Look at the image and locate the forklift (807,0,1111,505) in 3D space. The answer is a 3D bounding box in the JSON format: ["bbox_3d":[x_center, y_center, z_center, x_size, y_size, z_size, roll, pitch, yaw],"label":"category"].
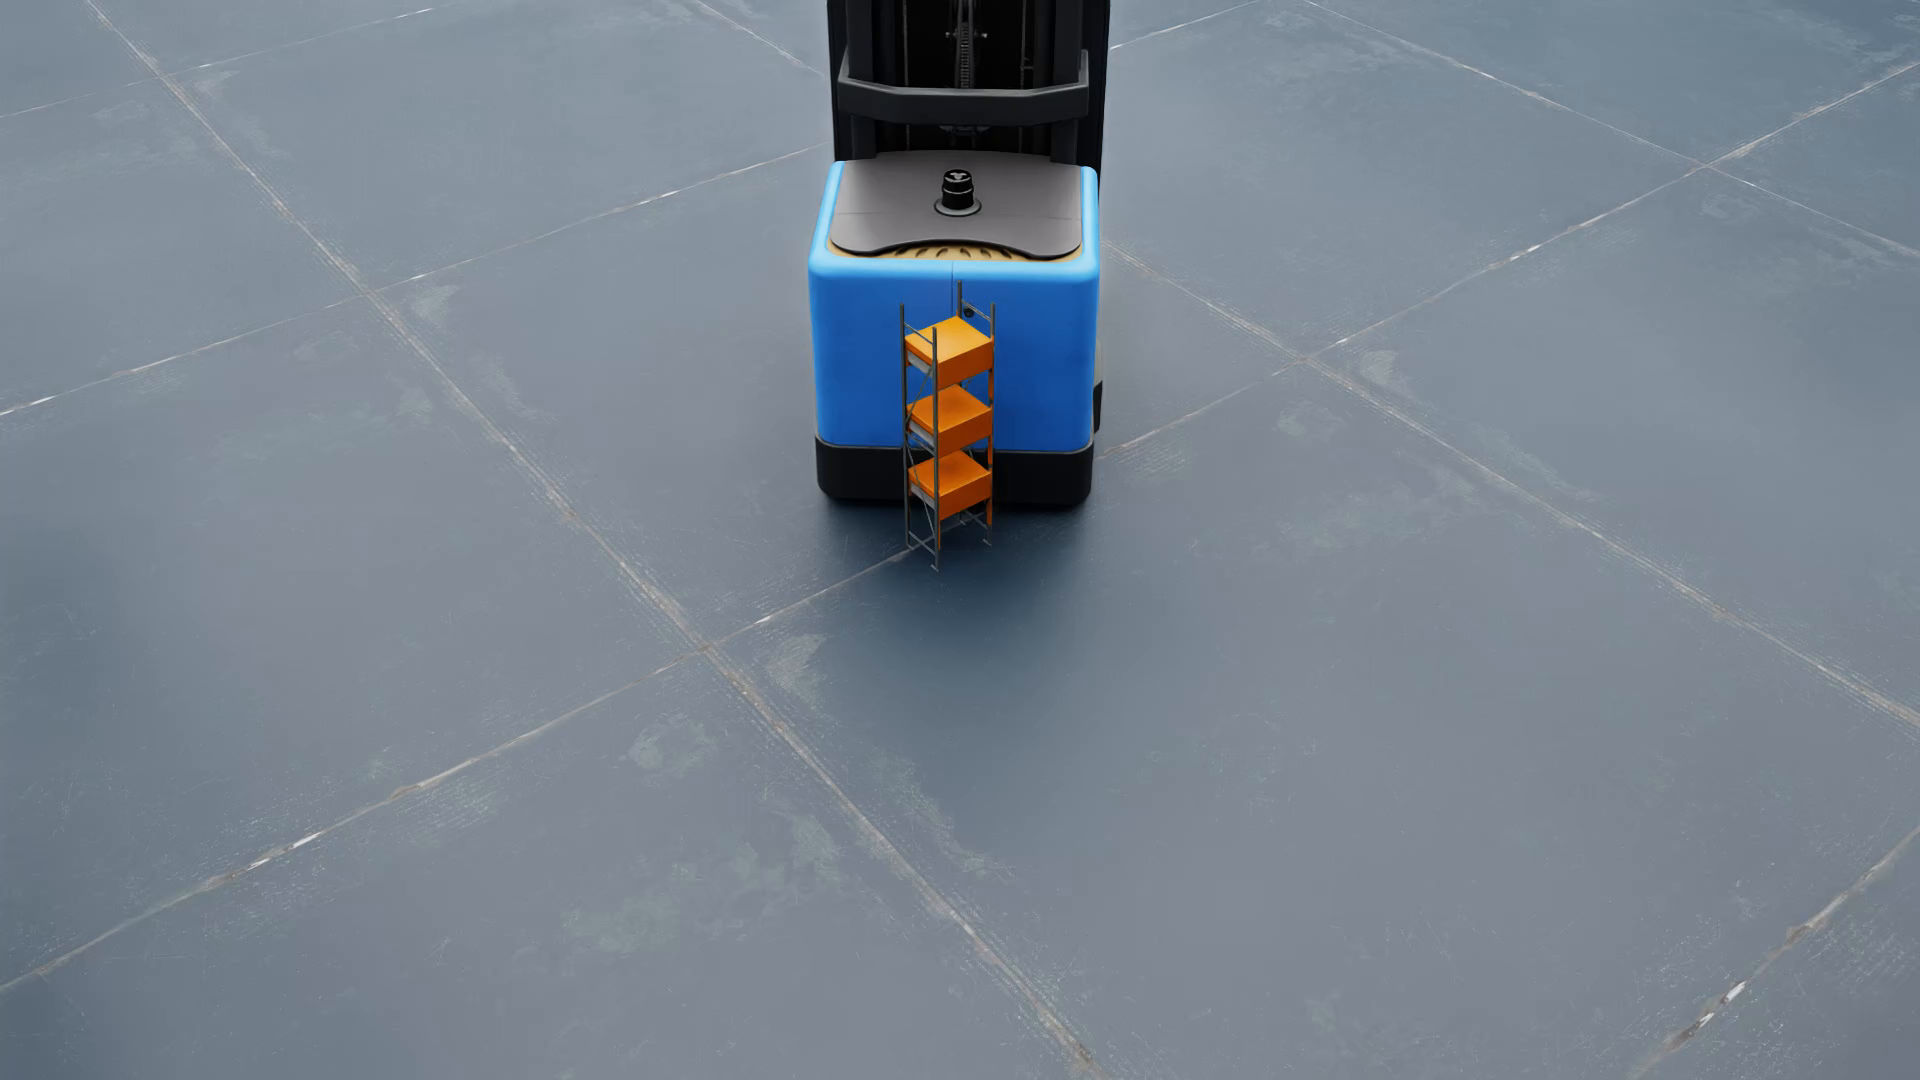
[{"bbox_3d":[0.045,-2.183,6.600,1.130,2.935,3.031,2,39,2],"label":"forklift"}]

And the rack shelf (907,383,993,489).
[{"bbox_3d":[-0.042,-0.377,5.899,0.240,0.259,0.215,-26,46,-28],"label":"rack shelf"}]

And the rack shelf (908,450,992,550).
[{"bbox_3d":[-0.042,-0.162,6.075,0.240,0.259,0.215,-26,46,-28],"label":"rack shelf"}]

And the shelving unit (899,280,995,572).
[{"bbox_3d":[-0.042,-0.385,5.892,0.252,1.050,0.215,-26,46,-28],"label":"shelving unit"}]

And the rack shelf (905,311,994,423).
[{"bbox_3d":[-0.042,-0.596,5.719,0.240,0.259,0.215,-26,46,-28],"label":"rack shelf"}]

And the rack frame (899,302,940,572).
[{"bbox_3d":[-0.139,-0.338,5.834,0.008,1.050,0.200,-26,46,-28],"label":"rack frame"}]

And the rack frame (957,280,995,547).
[{"bbox_3d":[0.054,-0.432,5.949,0.008,1.050,0.200,-26,46,-28],"label":"rack frame"}]
